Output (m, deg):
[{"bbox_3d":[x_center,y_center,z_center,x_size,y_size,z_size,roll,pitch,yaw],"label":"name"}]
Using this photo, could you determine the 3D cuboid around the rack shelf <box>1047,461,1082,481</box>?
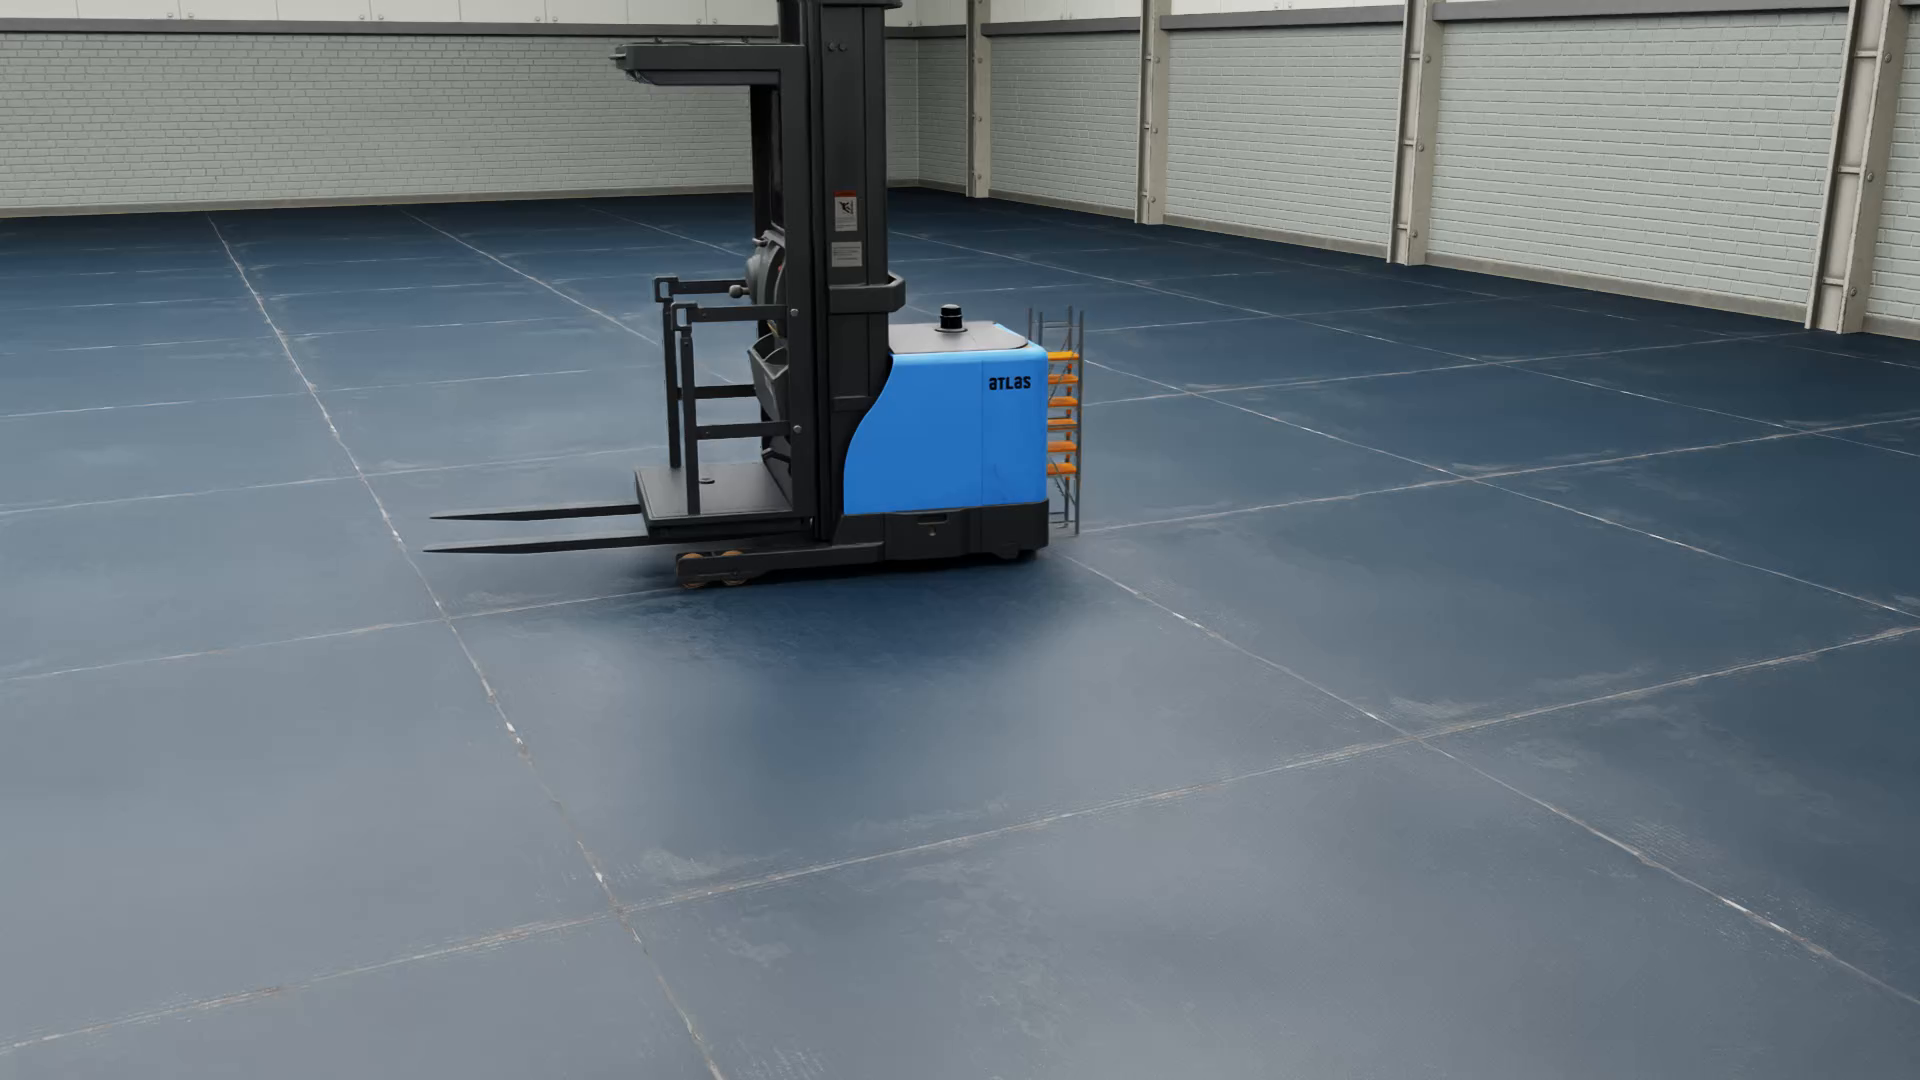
[{"bbox_3d":[0.491,-0.339,8.788,0.258,0.103,0.180,-4,16,-14],"label":"rack shelf"}]

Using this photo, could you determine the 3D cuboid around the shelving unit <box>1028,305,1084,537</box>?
[{"bbox_3d":[0.491,-0.613,8.709,0.258,1.200,0.189,-4,16,-14],"label":"shelving unit"}]

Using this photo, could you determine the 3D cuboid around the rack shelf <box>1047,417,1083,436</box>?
[{"bbox_3d":[0.491,-0.570,8.722,0.258,0.103,0.180,-4,16,-14],"label":"rack shelf"}]

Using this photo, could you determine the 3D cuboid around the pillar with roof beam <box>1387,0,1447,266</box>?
[{"bbox_3d":[1.723,-7.273,17.780,9.100,9.000,0.400,-8,18,-25],"label":"pillar with roof beam"}]

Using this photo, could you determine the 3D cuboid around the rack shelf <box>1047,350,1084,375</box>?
[{"bbox_3d":[0.492,-0.916,8.622,0.258,0.103,0.180,-4,16,-14],"label":"rack shelf"}]

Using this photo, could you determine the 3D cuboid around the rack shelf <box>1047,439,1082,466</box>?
[{"bbox_3d":[0.491,-0.455,8.755,0.258,0.103,0.180,-4,16,-14],"label":"rack shelf"}]

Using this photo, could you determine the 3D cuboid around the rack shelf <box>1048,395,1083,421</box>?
[{"bbox_3d":[0.491,-0.685,8.689,0.258,0.103,0.180,-4,16,-14],"label":"rack shelf"}]

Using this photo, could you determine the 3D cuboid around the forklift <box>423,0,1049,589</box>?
[{"bbox_3d":[-1.127,-1.338,8.099,3.031,2.935,1.130,-4,16,-14],"label":"forklift"}]

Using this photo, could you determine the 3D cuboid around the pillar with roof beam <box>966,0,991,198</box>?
[{"bbox_3d":[-3.534,-10.248,28.148,9.100,9.000,0.400,-8,18,-25],"label":"pillar with roof beam"}]

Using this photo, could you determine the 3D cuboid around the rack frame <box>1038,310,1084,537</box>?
[{"bbox_3d":[0.514,-0.588,8.624,0.240,1.200,0.006,-4,16,-14],"label":"rack frame"}]

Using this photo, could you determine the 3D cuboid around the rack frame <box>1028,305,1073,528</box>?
[{"bbox_3d":[0.469,-0.637,8.795,0.240,1.200,0.006,-4,16,-14],"label":"rack frame"}]

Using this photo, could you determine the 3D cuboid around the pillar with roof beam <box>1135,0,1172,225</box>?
[{"bbox_3d":[-0.905,-8.760,22.964,9.100,9.000,0.400,-8,18,-25],"label":"pillar with roof beam"}]

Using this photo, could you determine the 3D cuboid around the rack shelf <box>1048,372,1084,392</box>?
[{"bbox_3d":[0.492,-0.801,8.655,0.258,0.103,0.180,-4,16,-14],"label":"rack shelf"}]

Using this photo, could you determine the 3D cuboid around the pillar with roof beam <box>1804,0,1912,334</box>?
[{"bbox_3d":[4.352,-5.785,12.595,9.100,9.000,0.400,-8,18,-25],"label":"pillar with roof beam"}]
